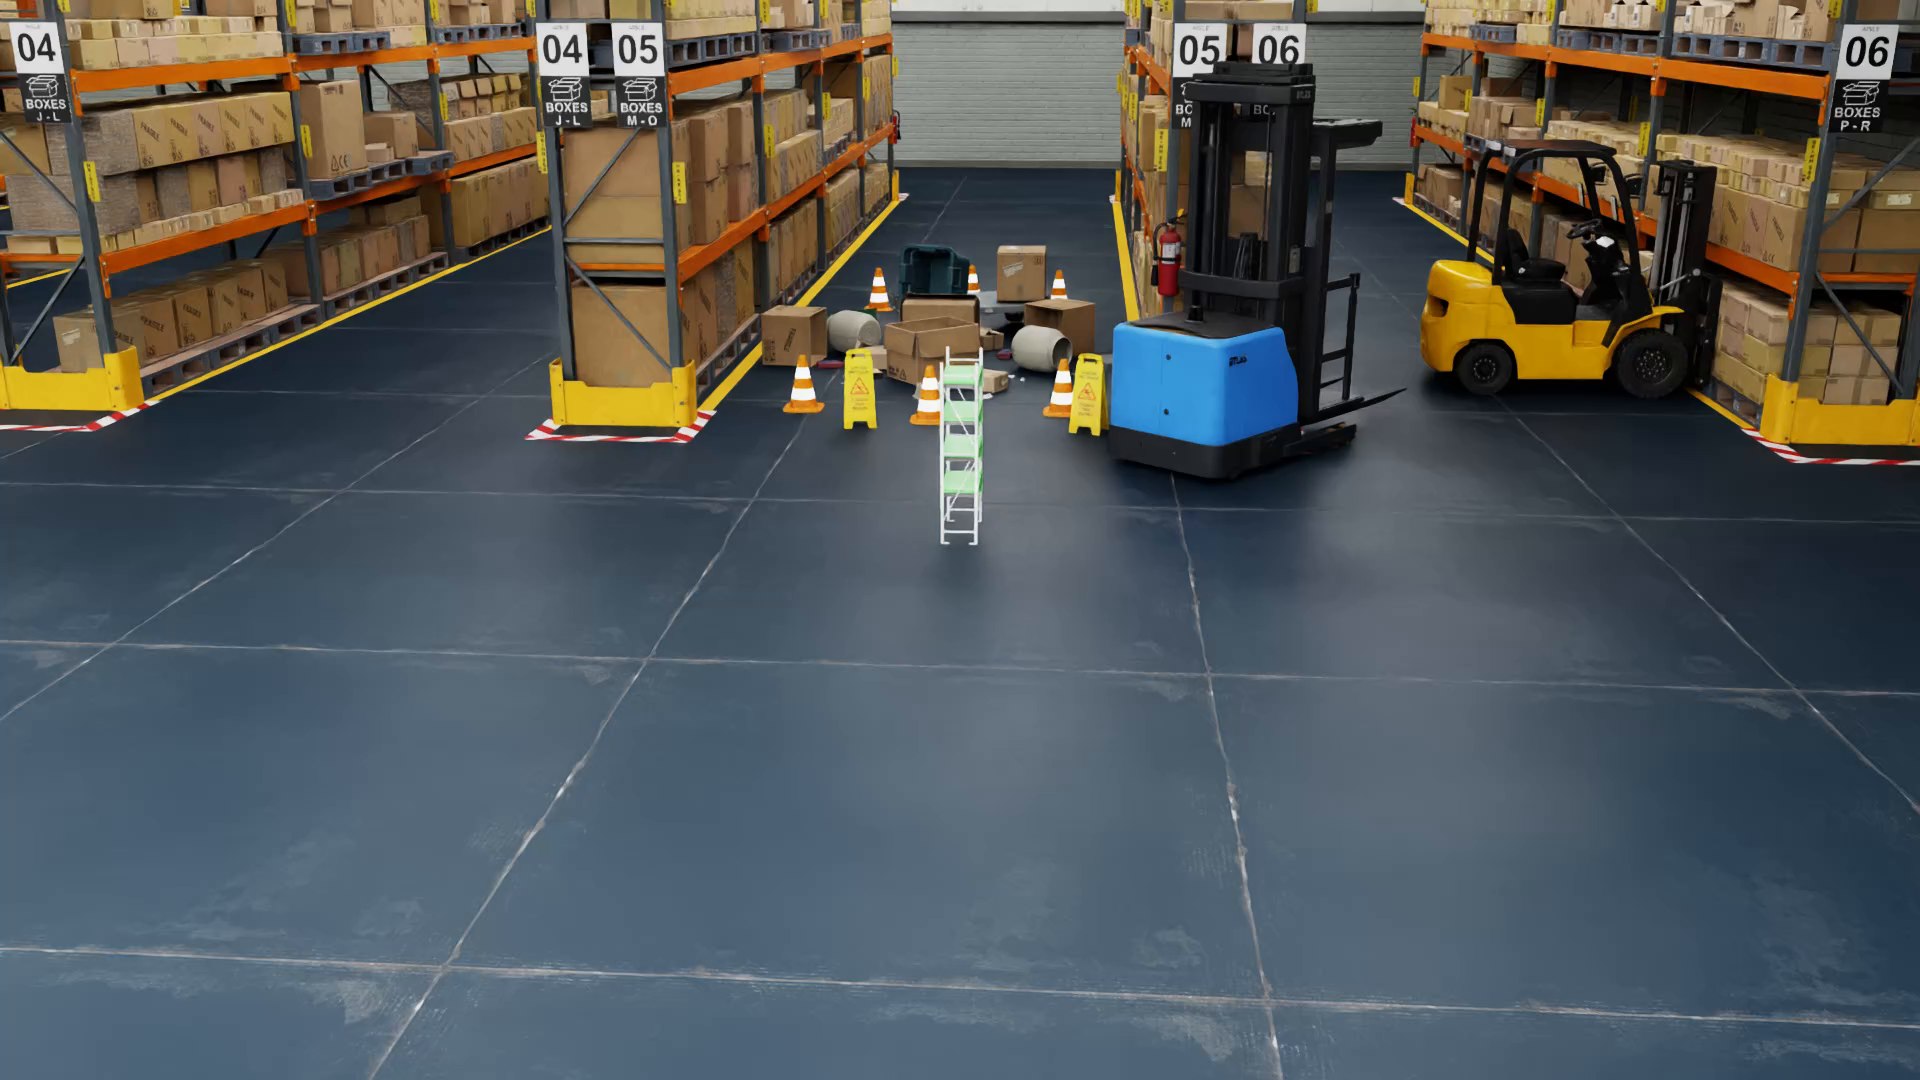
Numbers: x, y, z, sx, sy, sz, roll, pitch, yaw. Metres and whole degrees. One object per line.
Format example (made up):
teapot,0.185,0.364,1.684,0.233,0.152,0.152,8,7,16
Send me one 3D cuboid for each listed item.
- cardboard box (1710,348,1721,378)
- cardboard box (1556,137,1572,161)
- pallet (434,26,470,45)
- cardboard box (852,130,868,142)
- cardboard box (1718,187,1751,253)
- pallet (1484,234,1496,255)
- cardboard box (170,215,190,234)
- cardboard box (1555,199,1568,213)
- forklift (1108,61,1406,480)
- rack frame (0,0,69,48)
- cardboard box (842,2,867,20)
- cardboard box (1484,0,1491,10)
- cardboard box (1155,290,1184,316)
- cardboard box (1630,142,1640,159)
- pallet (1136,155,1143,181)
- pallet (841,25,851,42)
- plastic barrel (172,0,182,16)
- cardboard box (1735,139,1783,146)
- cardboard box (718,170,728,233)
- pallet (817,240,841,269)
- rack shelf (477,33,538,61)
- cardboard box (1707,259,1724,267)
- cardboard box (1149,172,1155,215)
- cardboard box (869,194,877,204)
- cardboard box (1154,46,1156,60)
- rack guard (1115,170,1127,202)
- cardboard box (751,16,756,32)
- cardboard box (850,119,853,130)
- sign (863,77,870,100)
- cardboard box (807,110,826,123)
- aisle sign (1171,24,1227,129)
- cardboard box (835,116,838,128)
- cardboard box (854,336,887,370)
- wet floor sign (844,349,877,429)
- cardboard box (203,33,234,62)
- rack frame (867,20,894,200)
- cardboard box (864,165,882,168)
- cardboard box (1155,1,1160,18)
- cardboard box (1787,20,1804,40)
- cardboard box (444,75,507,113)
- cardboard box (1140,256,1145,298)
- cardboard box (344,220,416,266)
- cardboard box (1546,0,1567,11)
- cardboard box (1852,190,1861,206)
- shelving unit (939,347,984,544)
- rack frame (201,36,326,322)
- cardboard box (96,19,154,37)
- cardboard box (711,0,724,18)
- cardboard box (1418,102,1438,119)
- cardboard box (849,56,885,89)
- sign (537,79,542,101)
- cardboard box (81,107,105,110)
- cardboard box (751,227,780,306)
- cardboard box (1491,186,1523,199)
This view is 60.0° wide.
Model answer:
cardboard box,6.898,-1.600,14.730,0.500,0.250,0.500,1,18,5
cardboard box,7.350,-4.608,19.606,0.500,0.250,0.500,2,18,6
pallet,-7.180,-6.597,21.725,1.213,0.211,1.003,2,18,6
cardboard box,-1.600,-6.122,25.192,0.380,0.149,0.250,2,18,6
cardboard box,6.945,-2.771,14.402,0.500,0.500,0.500,1,18,3
pallet,7.844,-4.013,22.832,1.003,0.211,1.213,1,18,4
cardboard box,-7.405,-2.928,15.444,0.380,0.149,0.250,1,18,4
cardboard box,7.995,-4.365,21.726,0.380,0.149,0.250,2,18,5
forklift,2.512,-2.209,12.957,1.130,2.935,3.031,17,24,41
rack frame,-7.747,-5.426,13.032,1.000,3.000,0.127,1,18,4
cardboard box,-1.673,-7.896,24.825,0.500,0.250,0.500,2,18,6
cardboard box,7.482,-7.421,23.027,0.380,0.149,0.250,1,18,3
cardboard box,1.935,-1.858,14.314,0.500,0.500,0.500,1,18,4
cardboard box,7.179,-4.034,17.216,0.380,0.149,0.250,1,18,3
pallet,2.767,-4.524,20.221,1.213,0.211,1.003,1,18,4
pallet,-2.168,-6.985,22.908,1.213,0.211,1.003,1,18,4
plastic barrel,-11.690,-7.840,24.237,0.600,0.588,0.600,0,18,0
cardboard box,7.589,-3.719,15.775,0.380,0.149,0.250,1,18,3
cardboard box,-2.645,-3.129,15.414,0.875,0.550,0.500,1,18,4
pallet,-2.176,-3.836,22.290,1.003,0.211,1.213,1,18,4
rack shelf,-6.743,-8.007,26.881,1.077,0.370,4.000,1,18,4
cardboard box,7.512,-2.540,15.994,0.500,0.250,0.500,1,18,3
cardboard box,2.053,-3.343,15.670,0.500,0.500,0.500,1,18,3
cardboard box,-1.547,-5.515,26.841,0.380,0.149,0.250,1,18,2
cardboard box,2.081,-4.731,16.131,0.380,0.149,0.250,1,18,4
rack guard,3.287,-6.143,28.869,1.175,0.500,0.348,1,18,4
cardboard box,-2.227,-5.109,16.448,0.380,0.149,0.250,1,18,4
cardboard box,-1.777,-6.113,24.490,0.380,0.149,0.250,1,18,3
sign,-1.393,-6.699,24.692,0.100,0.325,0.005,1,18,4
cardboard box,-1.968,-5.580,21.908,0.380,0.149,0.250,1,18,4
aisle sign,1.844,-3.577,12.847,0.394,0.787,0.004,1,18,4
cardboard box,-1.892,-5.769,22.964,0.380,0.149,0.250,2,18,6
cardboard box,-0.806,-1.802,15.995,0.396,0.266,0.258,4,19,13
wet floor sign,-0.834,-1.262,13.737,0.267,0.644,0.232,-2,18,-6
cardboard box,-7.311,-4.704,15.886,0.500,0.250,0.500,1,18,4
rack frame,-1.660,-7.403,28.698,1.000,3.000,0.127,1,18,4
cardboard box,-1.520,-6.283,28.231,0.380,0.149,0.250,2,18,5
cardboard box,2.014,-4.947,15.509,0.380,0.149,0.250,1,18,4
cardboard box,6.846,-4.062,13.254,0.380,0.149,0.250,1,18,2
cardboard box,-6.985,-6.415,23.913,0.797,0.503,0.637,1,18,5
cardboard box,2.508,-2.934,18.605,0.950,0.372,0.625,2,18,7
cardboard box,-7.228,-3.700,20.707,0.700,0.500,0.500,0,18,-1
cardboard box,7.392,-6.528,20.333,0.380,0.149,0.250,2,18,6
cardboard box,7.326,-2.778,13.382,0.380,0.149,0.250,1,18,4
shelving unit,0.012,-0.622,10.893,0.258,1.200,0.503,1,18,4
rack frame,-7.460,-3.818,17.758,1.000,3.000,0.127,1,18,4
cardboard box,-7.374,-4.518,14.676,0.380,0.149,0.250,1,18,4
cardboard box,-2.409,-4.790,14.836,0.500,0.250,0.500,1,18,4
cardboard box,7.935,-7.149,27.687,0.500,0.250,0.500,1,18,4
cardboard box,-1.509,-7.600,27.056,0.500,0.500,0.500,2,18,7
sign,-6.344,-6.806,25.145,0.100,0.325,0.005,1,18,4
cardboard box,-7.924,-3.571,14.761,0.500,0.500,0.500,1,18,4
cardboard box,-2.565,-3.001,18.203,1.050,0.750,0.750,1,18,4
cardboard box,7.647,-4.856,23.225,0.380,0.149,0.250,1,18,4
